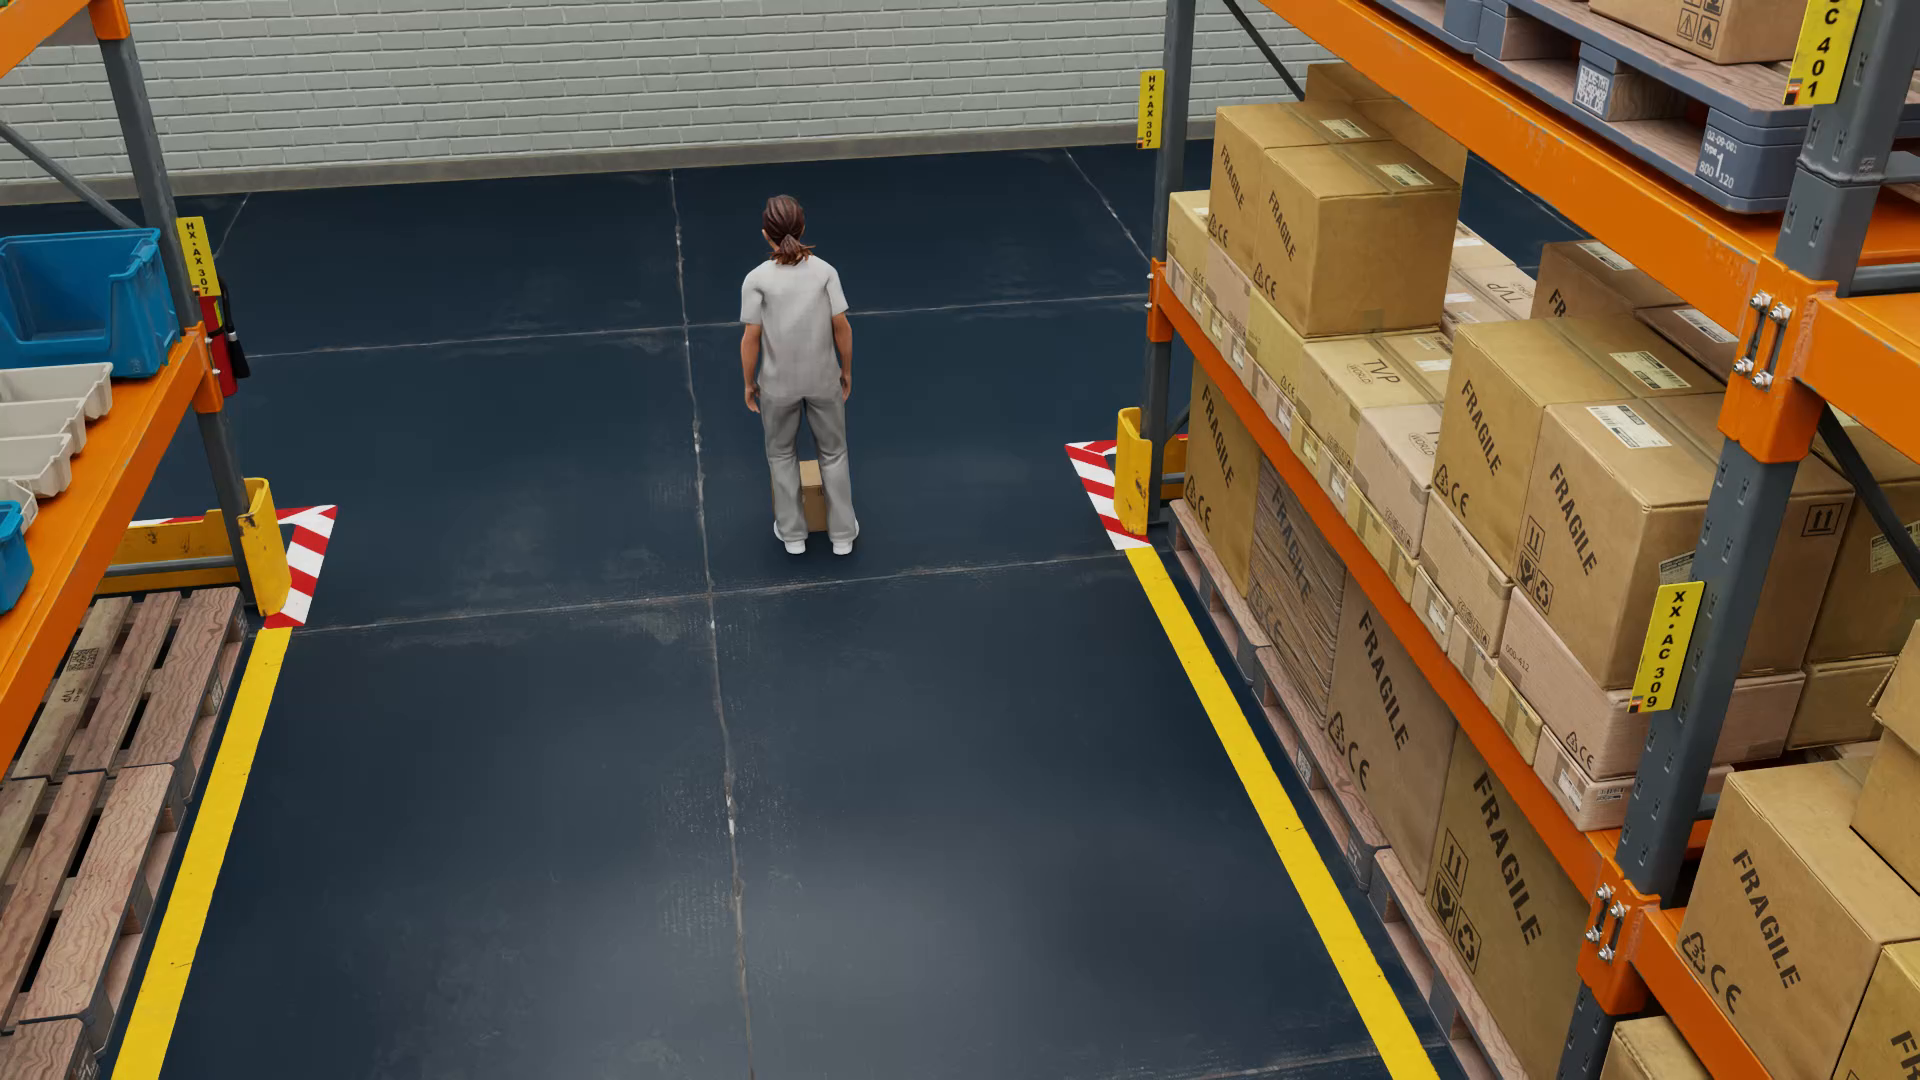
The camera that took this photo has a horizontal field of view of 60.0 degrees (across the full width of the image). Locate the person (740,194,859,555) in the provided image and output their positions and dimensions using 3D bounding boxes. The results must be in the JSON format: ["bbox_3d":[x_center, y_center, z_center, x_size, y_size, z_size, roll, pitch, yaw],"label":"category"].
[{"bbox_3d":[-0.707,-0.702,7.312,0.507,1.671,0.416,-7,32,-12],"label":"person"}]
